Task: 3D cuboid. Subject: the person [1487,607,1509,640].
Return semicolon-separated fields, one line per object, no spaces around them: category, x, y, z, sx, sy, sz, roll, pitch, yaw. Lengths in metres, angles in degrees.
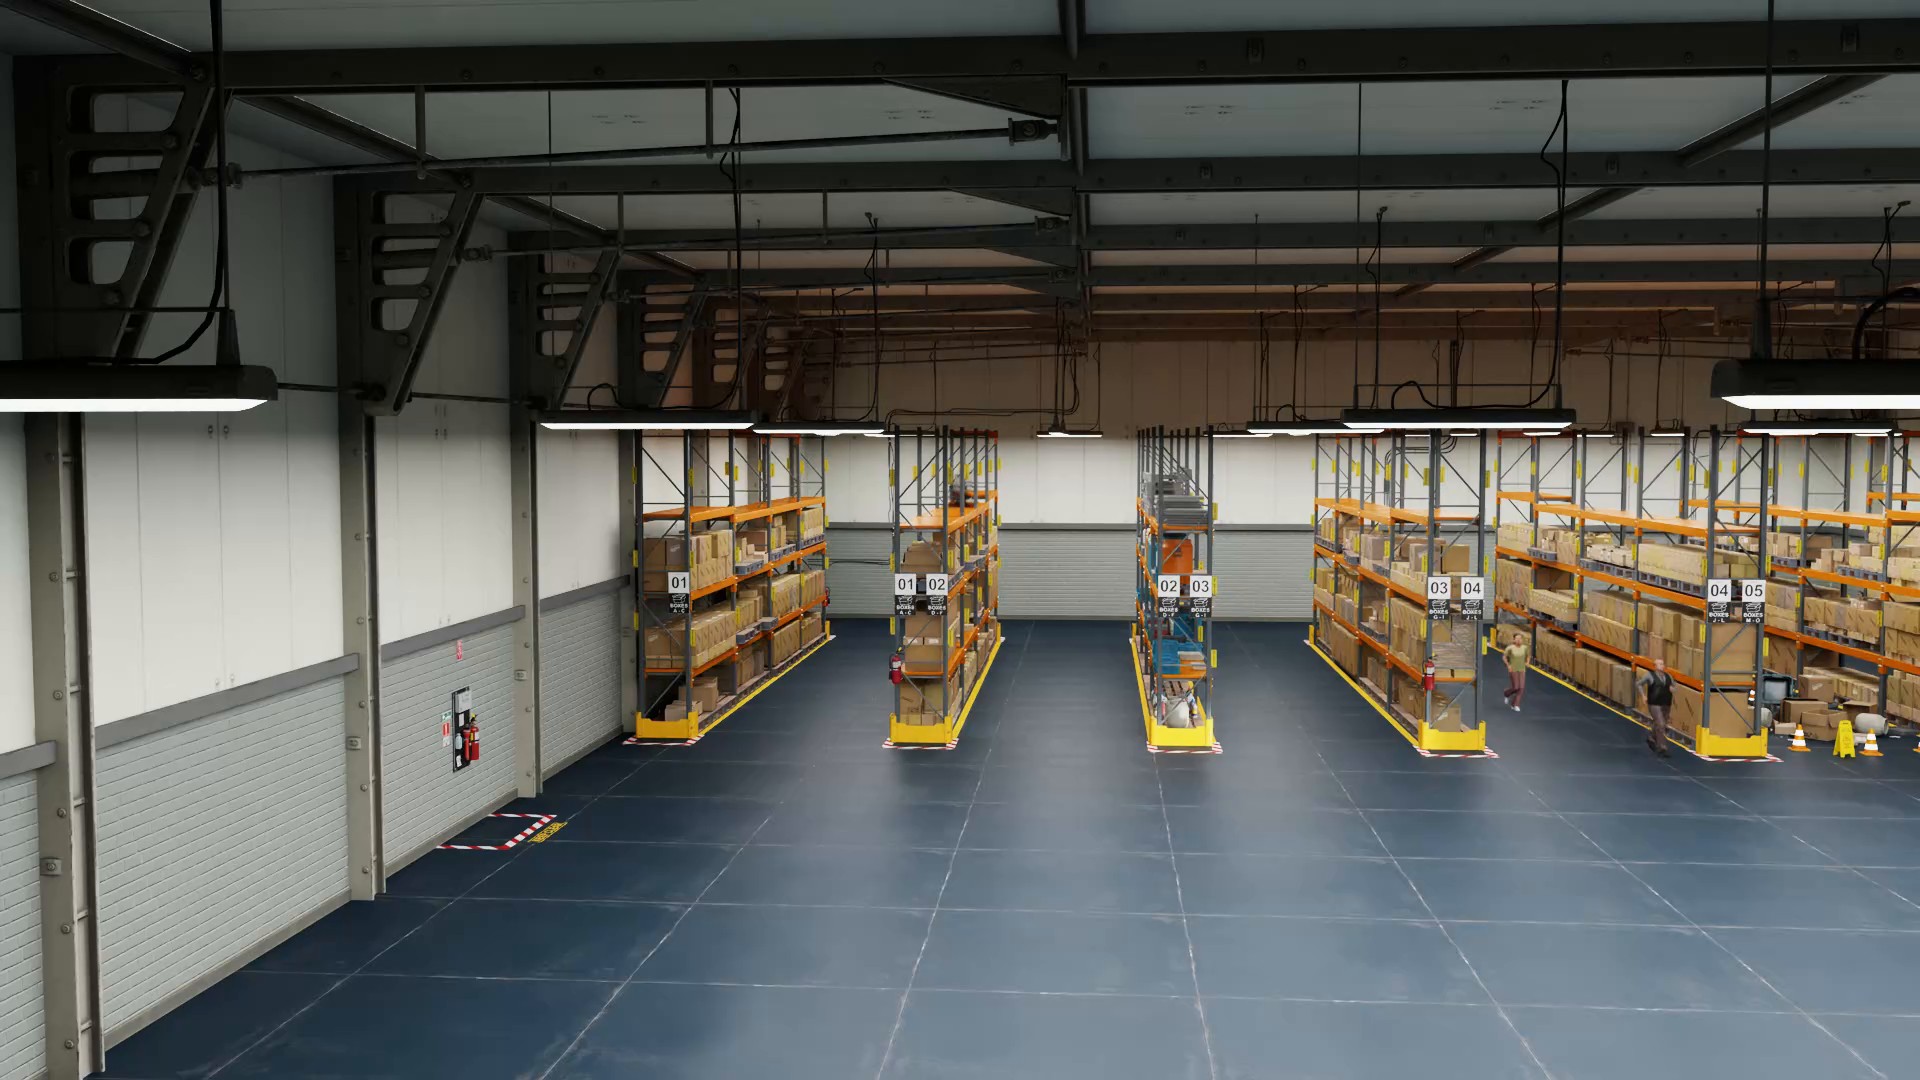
person;15.529;2.045;47.523;0.846;1.681;0.541;0;3;6

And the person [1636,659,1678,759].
person;12.695;3.024;30.165;0.647;1.726;0.899;-1;4;-13

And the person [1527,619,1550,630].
person;16.536;1.970;47.514;0.876;1.844;0.643;-1;4;-19

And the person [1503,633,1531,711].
person;11.841;2.791;35.336;0.574;1.639;0.586;0;3;-3
